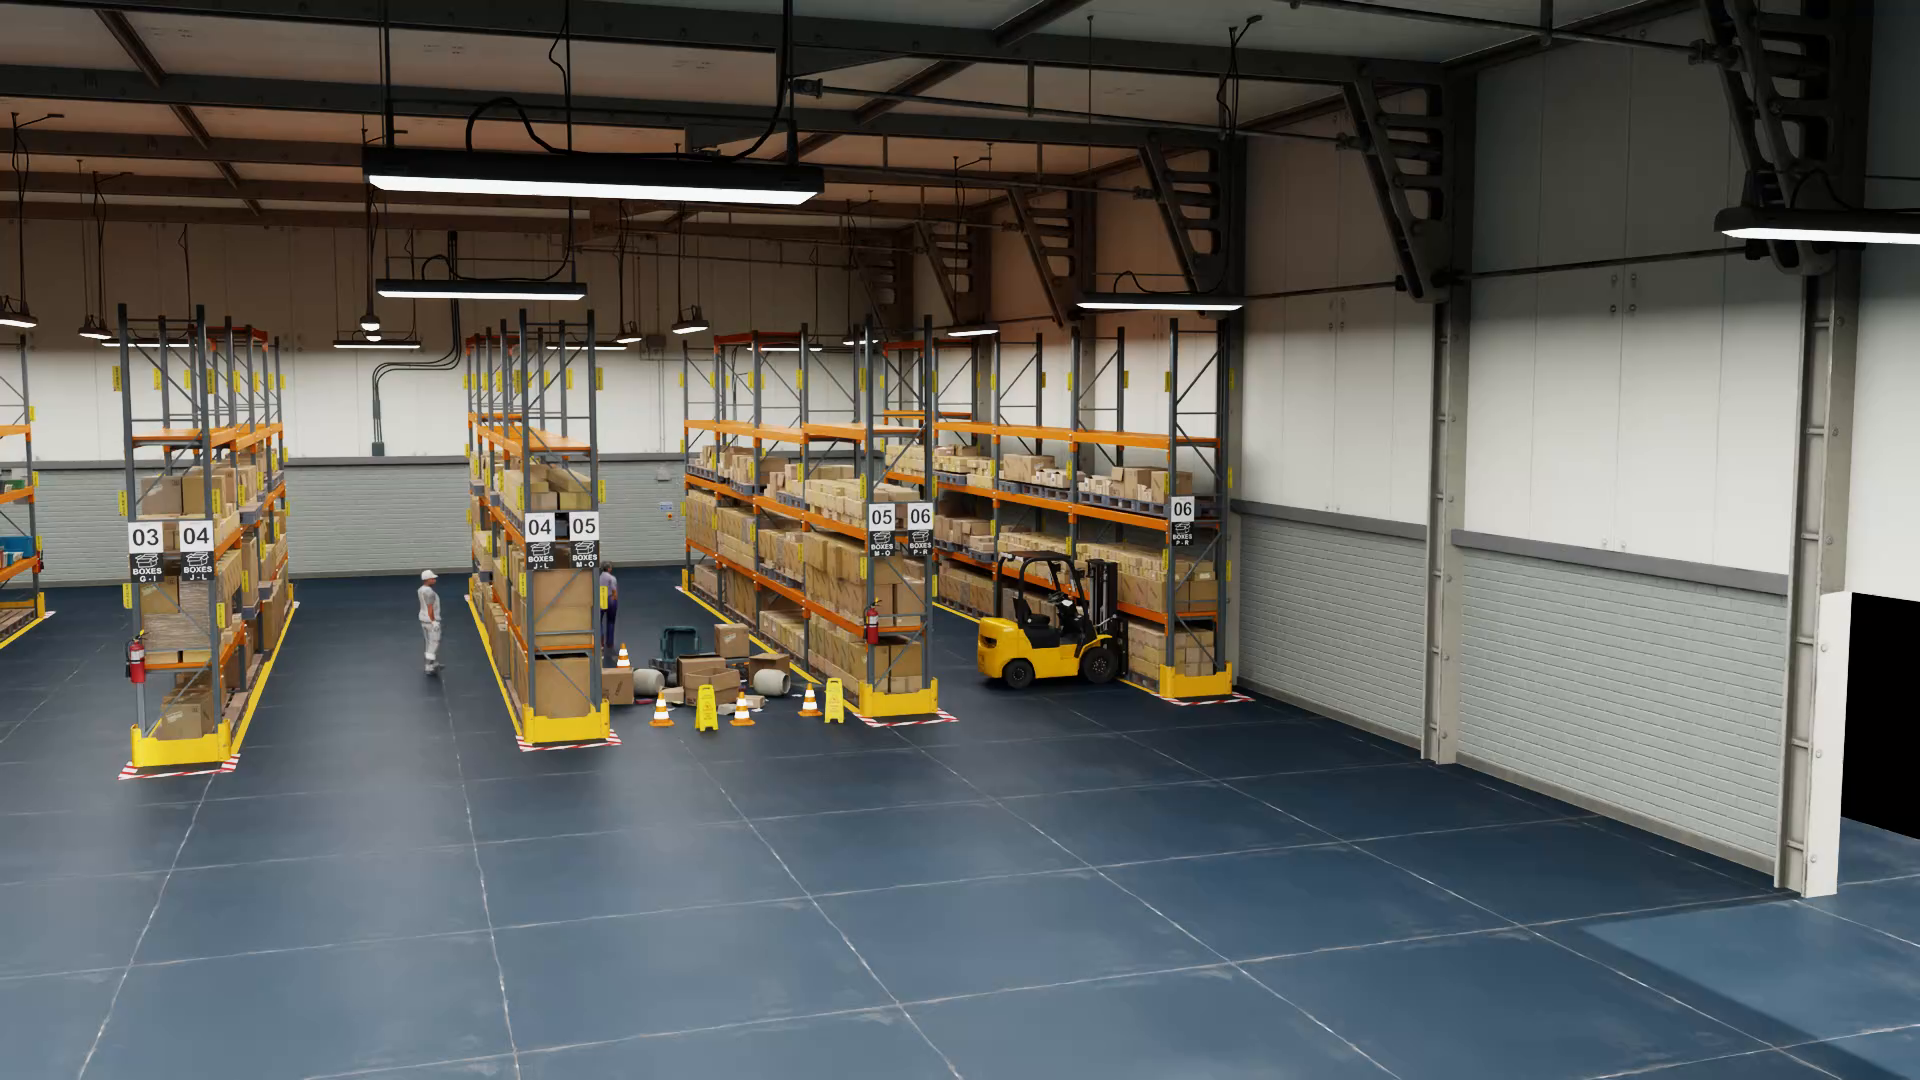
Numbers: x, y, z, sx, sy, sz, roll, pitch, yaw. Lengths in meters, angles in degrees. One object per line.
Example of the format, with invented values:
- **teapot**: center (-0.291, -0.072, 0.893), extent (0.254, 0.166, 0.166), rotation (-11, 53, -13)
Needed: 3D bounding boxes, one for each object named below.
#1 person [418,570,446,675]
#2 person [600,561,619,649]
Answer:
- **person**: center (-9.074, 1.404, 28.670), extent (0.577, 1.789, 0.582), rotation (5, 7, 42)
- **person**: center (-6.646, 1.221, 31.136), extent (0.504, 1.651, 0.444), rotation (-1, 6, -13)
